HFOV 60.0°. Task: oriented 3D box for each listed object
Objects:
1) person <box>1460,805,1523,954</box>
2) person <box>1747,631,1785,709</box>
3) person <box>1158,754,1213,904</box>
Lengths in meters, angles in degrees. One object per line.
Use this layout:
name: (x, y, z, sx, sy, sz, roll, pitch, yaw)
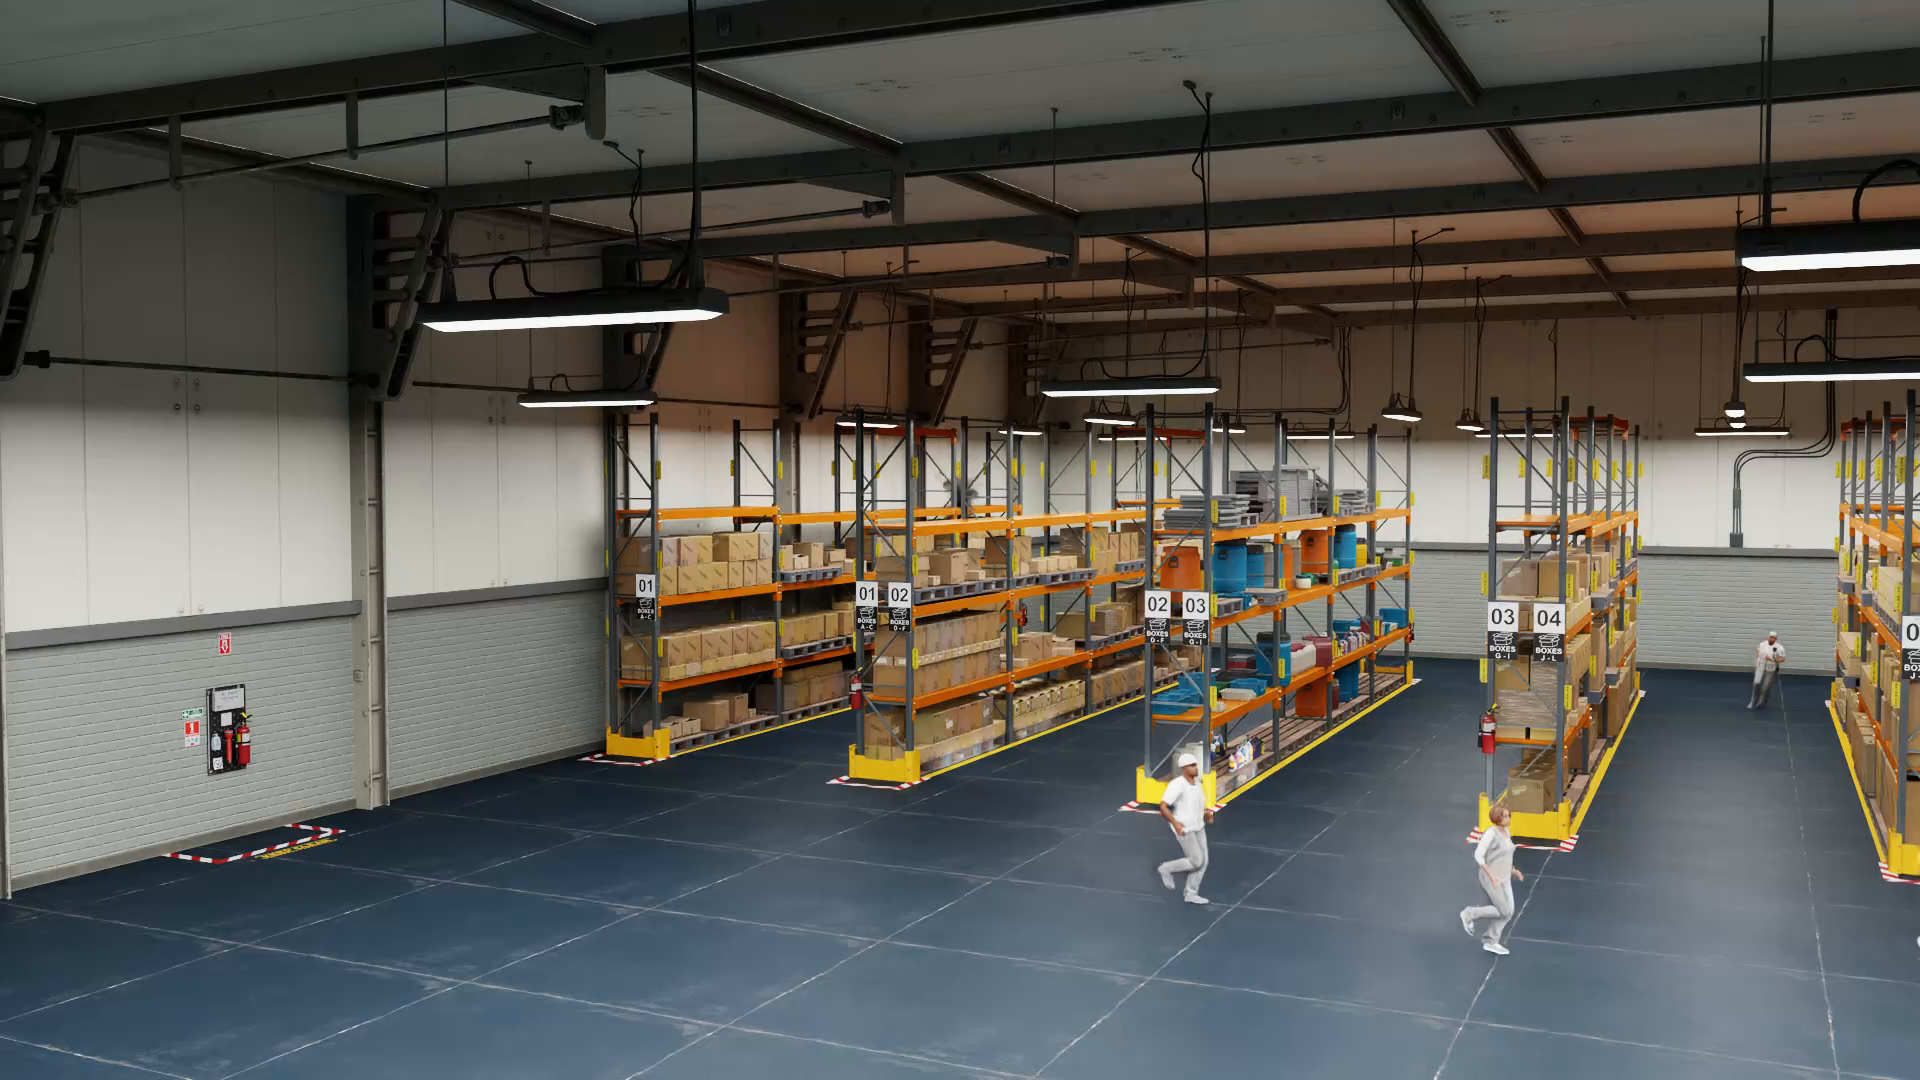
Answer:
person: (5.519, 3.508, 17.266, 0.521, 1.550, 0.577, -2, 3, -43)
person: (16.956, 2.728, 34.907, 0.677, 1.651, 0.702, 2, 3, 33)
person: (2.619, 3.330, 19.258, 0.618, 1.724, 0.718, 2, 3, 40)
